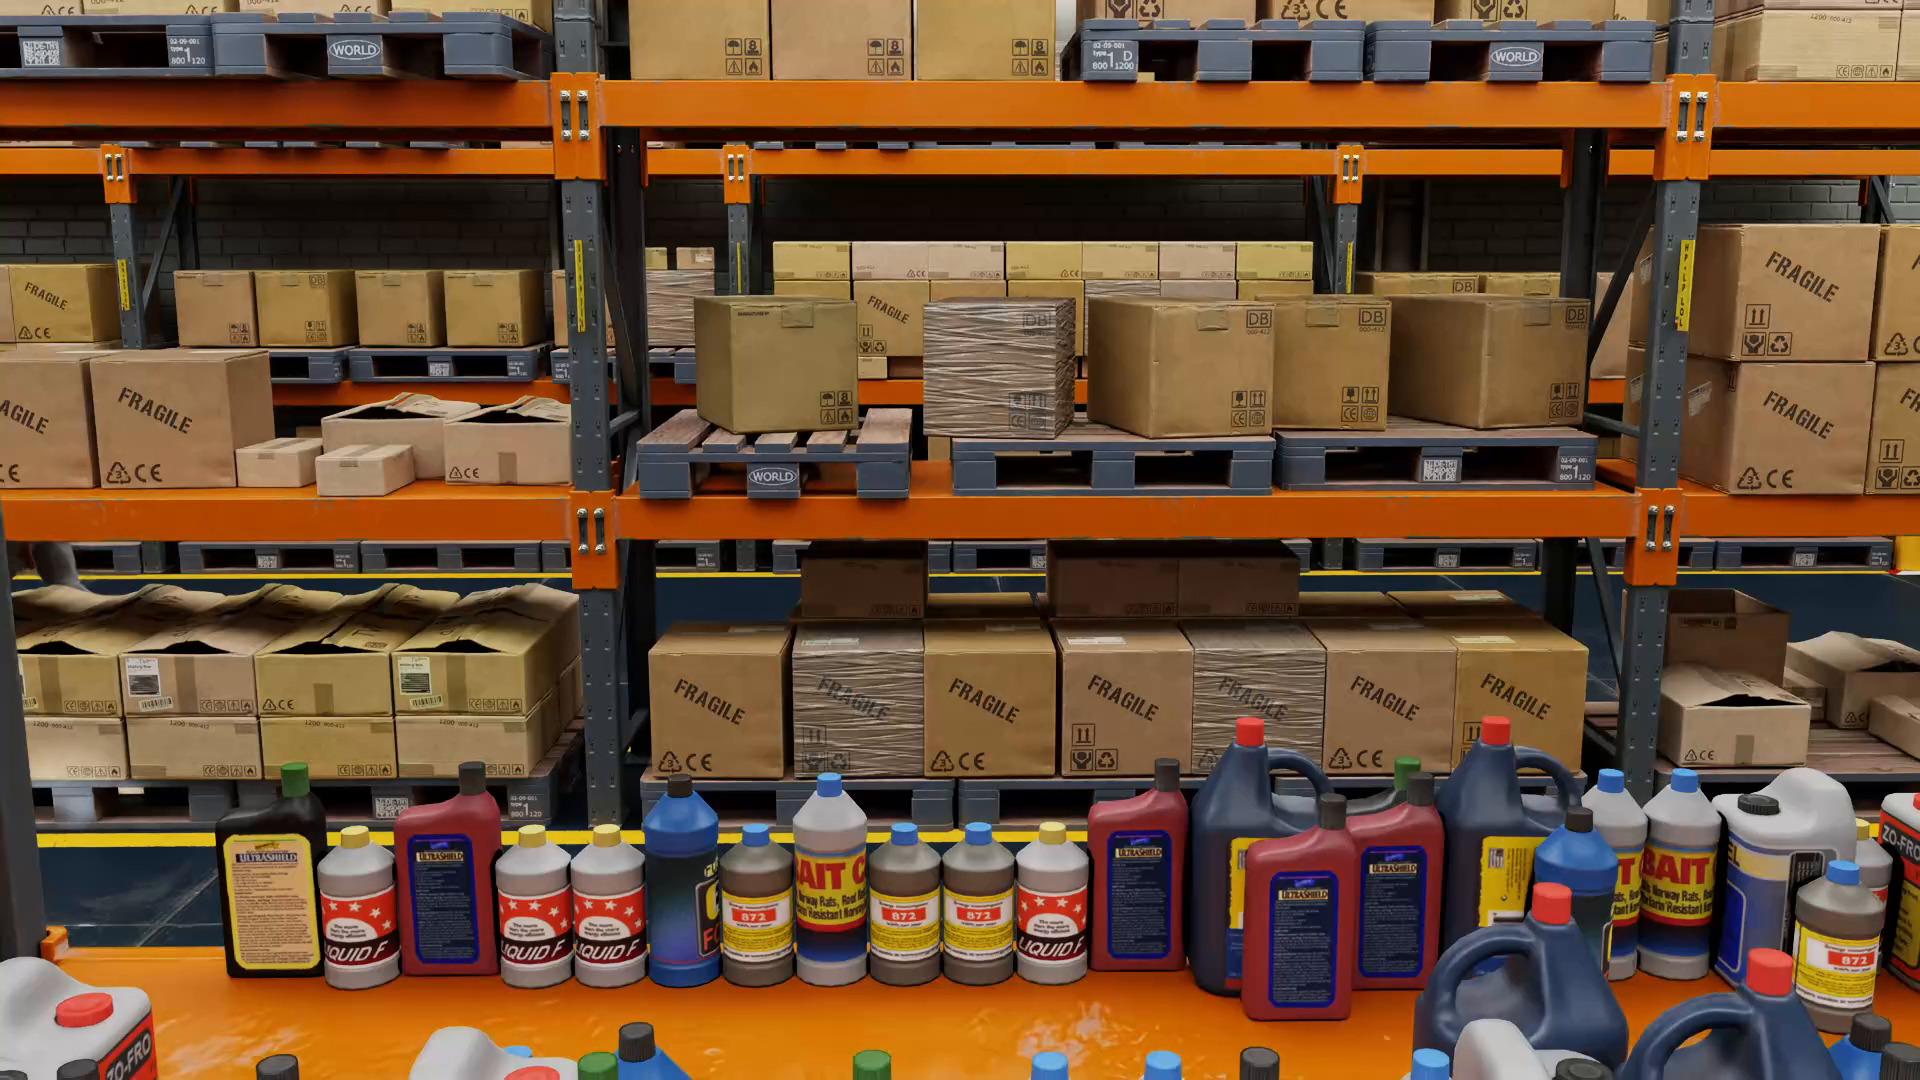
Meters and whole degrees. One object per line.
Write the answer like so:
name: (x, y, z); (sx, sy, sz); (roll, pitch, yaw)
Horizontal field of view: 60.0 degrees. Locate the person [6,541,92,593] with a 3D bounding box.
person: (-4.731, -0.101, 8.377); (0.999, 1.644, 0.484); (0, 10, 2)
